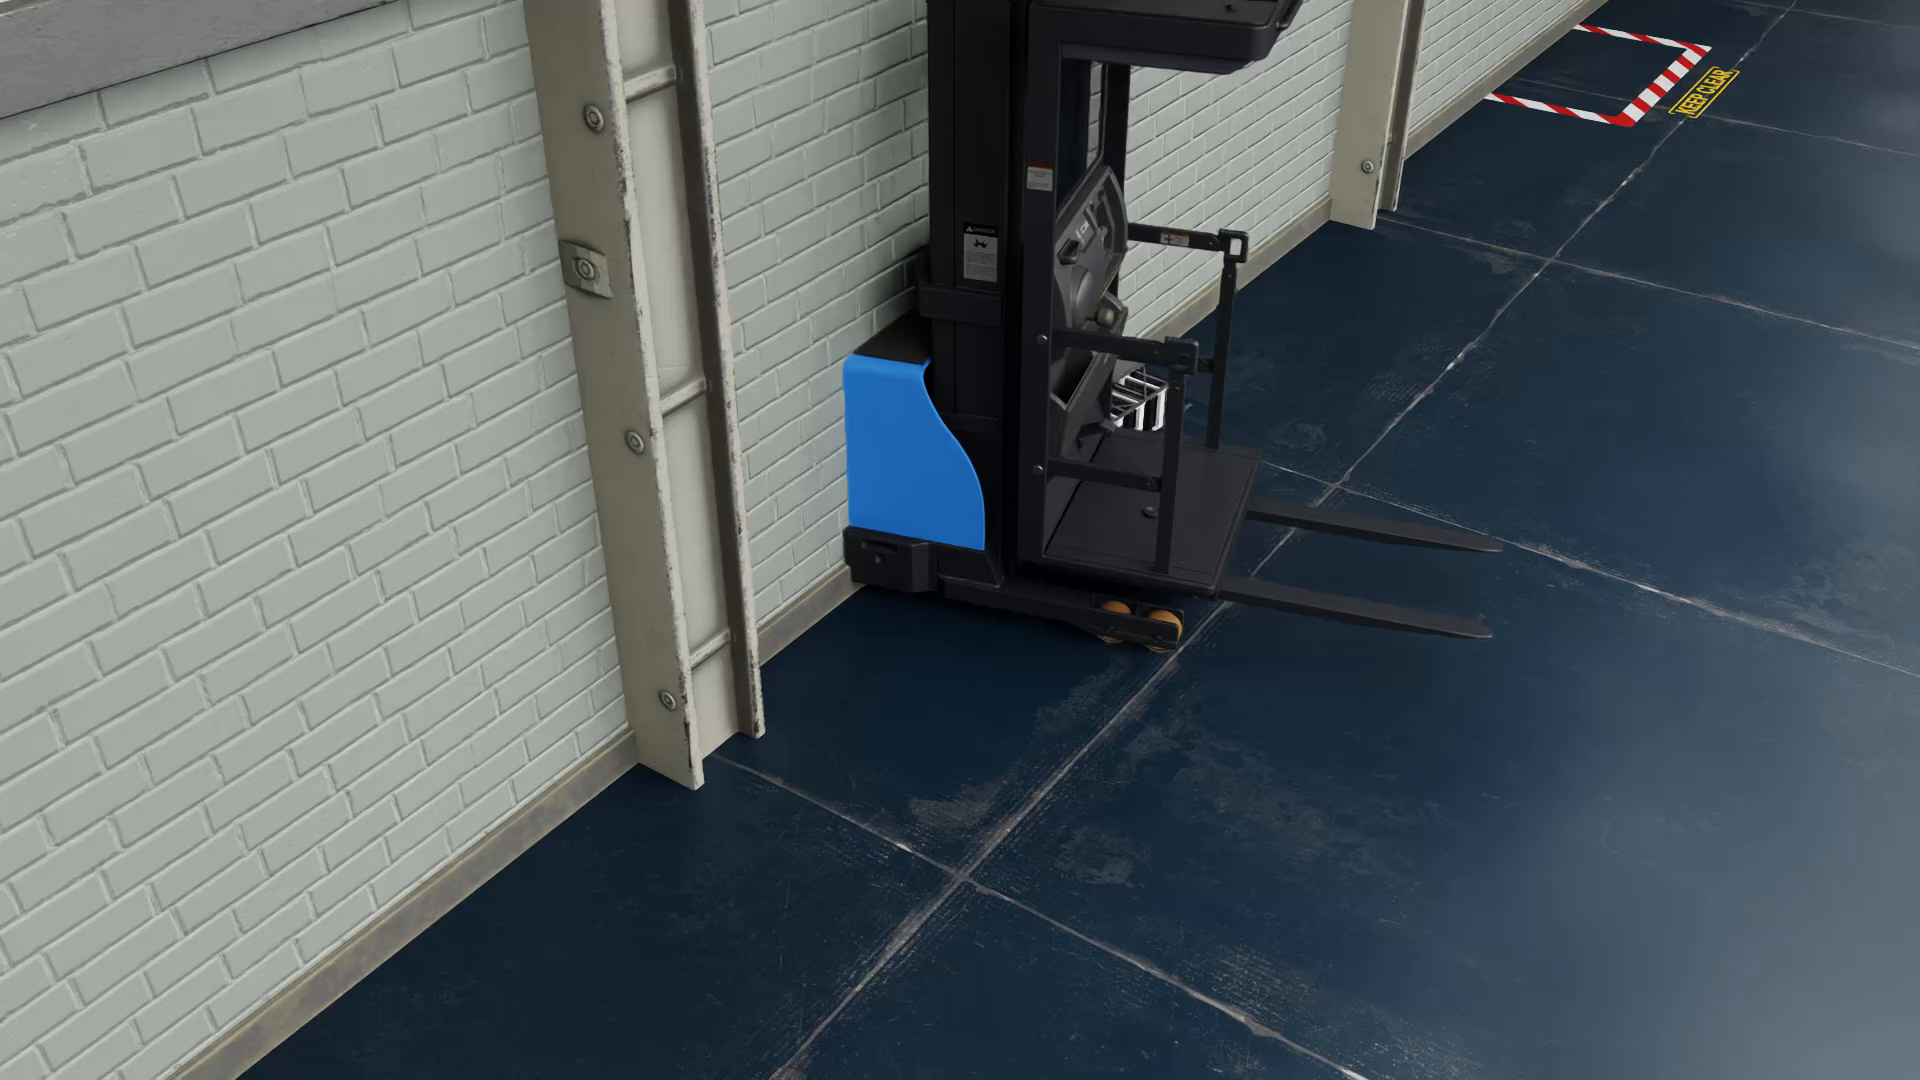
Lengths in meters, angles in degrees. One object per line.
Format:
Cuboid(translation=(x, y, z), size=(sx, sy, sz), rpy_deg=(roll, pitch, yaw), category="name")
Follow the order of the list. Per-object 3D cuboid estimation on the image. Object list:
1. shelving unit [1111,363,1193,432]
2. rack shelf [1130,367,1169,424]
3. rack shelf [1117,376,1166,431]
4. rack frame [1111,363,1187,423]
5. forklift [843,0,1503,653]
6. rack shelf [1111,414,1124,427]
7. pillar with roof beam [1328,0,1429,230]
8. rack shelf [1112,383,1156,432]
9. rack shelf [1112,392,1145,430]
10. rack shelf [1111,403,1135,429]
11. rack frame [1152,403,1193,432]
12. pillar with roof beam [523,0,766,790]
Cuboid(translation=(0.775, -0.605, 7.950), size=(0.258, 0.210, 0.900), rpy_deg=(25, 41, 32), category="shelving unit")
Cuboid(translation=(0.924, -0.706, 8.104), size=(0.258, 0.200, 0.077), rpy_deg=(25, 41, 32), category="rack shelf")
Cuboid(translation=(0.868, -0.668, 8.045), size=(0.258, 0.200, 0.077), rpy_deg=(25, 41, 32), category="rack shelf")
Cuboid(translation=(0.776, -0.690, 7.894), size=(0.240, 0.006, 0.900), rpy_deg=(25, 41, 32), category="rack frame")
Cuboid(translation=(0.686, -1.104, 6.265), size=(3.031, 2.935, 1.130), rpy_deg=(11, 35, 15), category="forklift")
Cuboid(translation=(0.640, -0.514, 7.812), size=(0.258, 0.200, 0.077), rpy_deg=(25, 41, 32), category="rack shelf")
Cuboid(translation=(5.998, -4.360, 5.664), size=(9.100, 9.000, 0.400), rpy_deg=(21, 39, 28), category="pillar with roof beam")
Cuboid(translation=(0.811, -0.629, 7.987), size=(0.258, 0.200, 0.077), rpy_deg=(25, 41, 32), category="rack shelf")
Cuboid(translation=(0.754, -0.591, 7.929), size=(0.258, 0.200, 0.077), rpy_deg=(25, 41, 32), category="rack shelf")
Cuboid(translation=(0.697, -0.552, 7.871), size=(0.258, 0.200, 0.077), rpy_deg=(25, 41, 32), category="rack shelf")
Cuboid(translation=(0.774, -0.520, 8.007), size=(0.240, 0.006, 0.900), rpy_deg=(25, 41, 32), category="rack frame")
Cuboid(translation=(2.577, -1.599, 1.581), size=(9.100, 9.000, 0.400), rpy_deg=(21, 39, 28), category="pillar with roof beam")
